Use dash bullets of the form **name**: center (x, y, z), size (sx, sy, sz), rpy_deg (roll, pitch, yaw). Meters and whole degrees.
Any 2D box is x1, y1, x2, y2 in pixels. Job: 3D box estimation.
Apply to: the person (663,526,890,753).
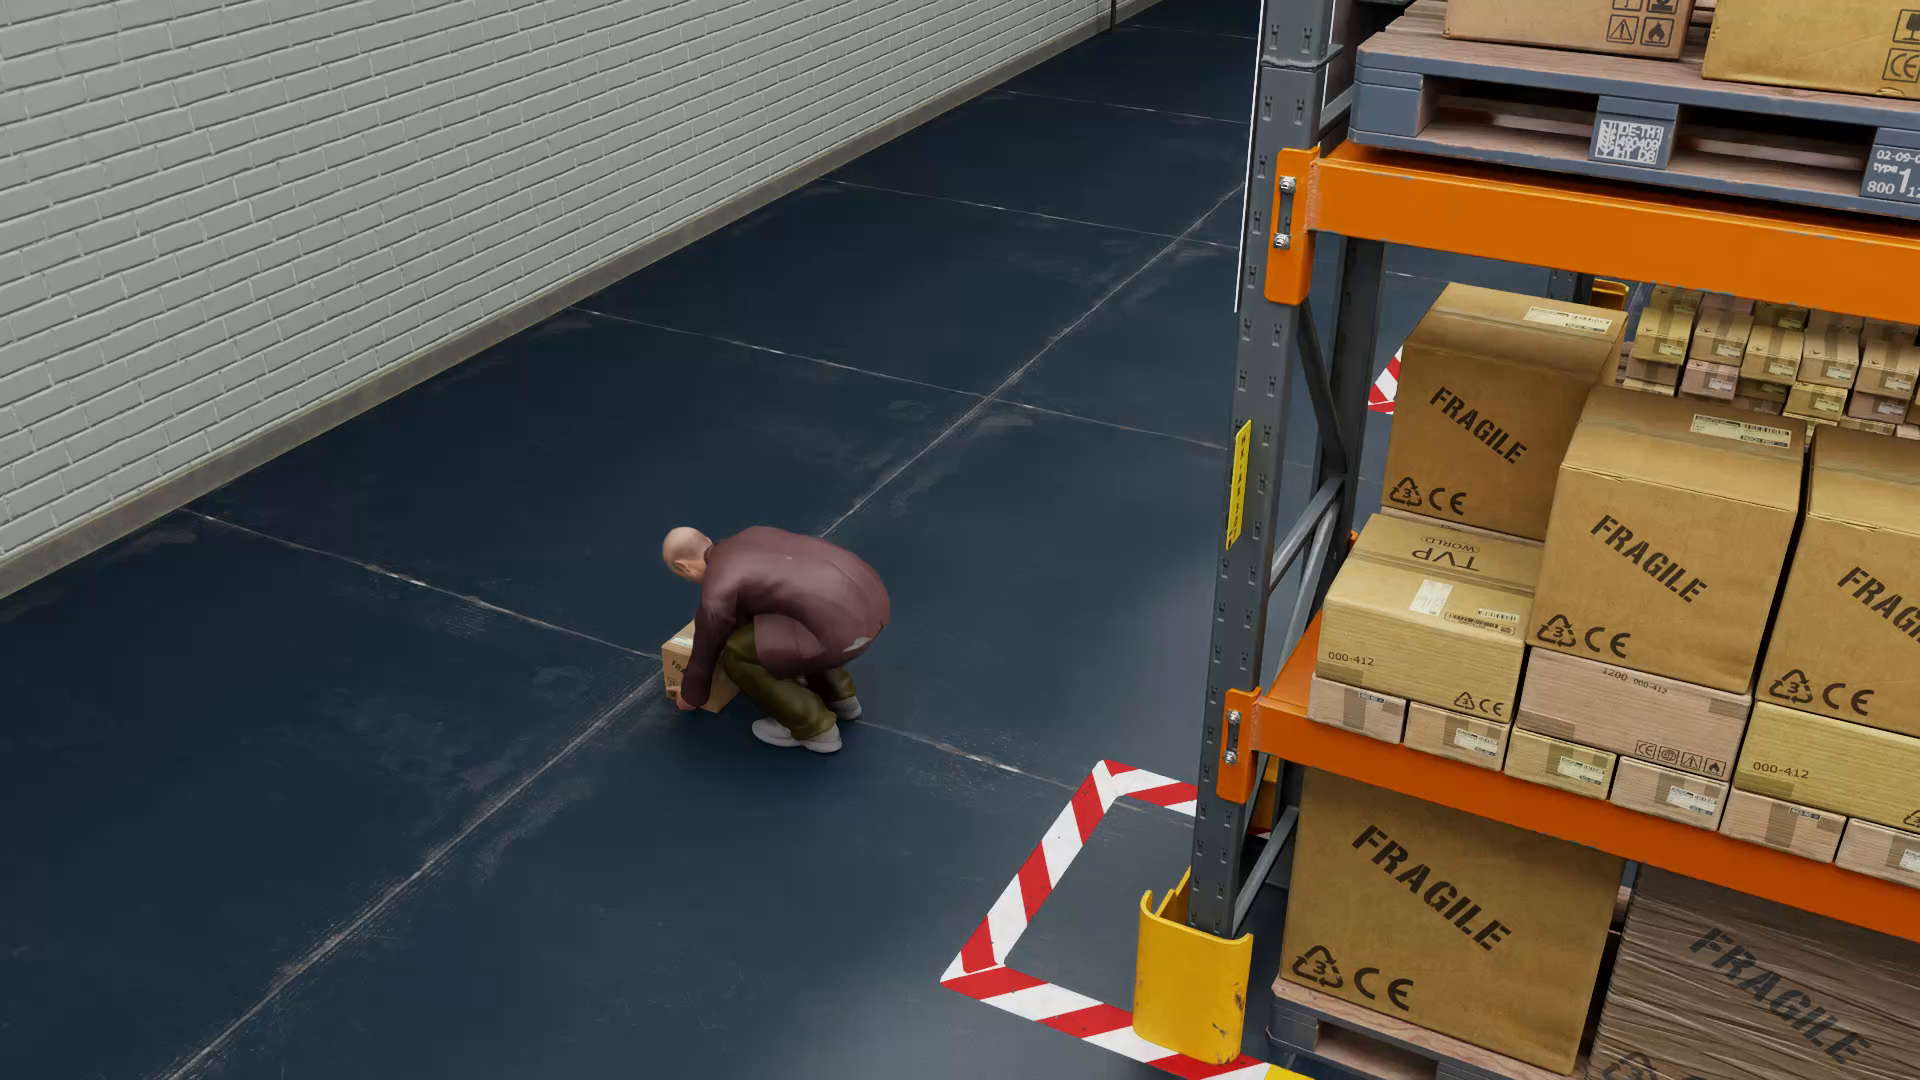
- **person**: center (-0.718, 0.364, 6.518), size (0.949, 0.814, 0.575), rpy_deg (13, 32, 22)
